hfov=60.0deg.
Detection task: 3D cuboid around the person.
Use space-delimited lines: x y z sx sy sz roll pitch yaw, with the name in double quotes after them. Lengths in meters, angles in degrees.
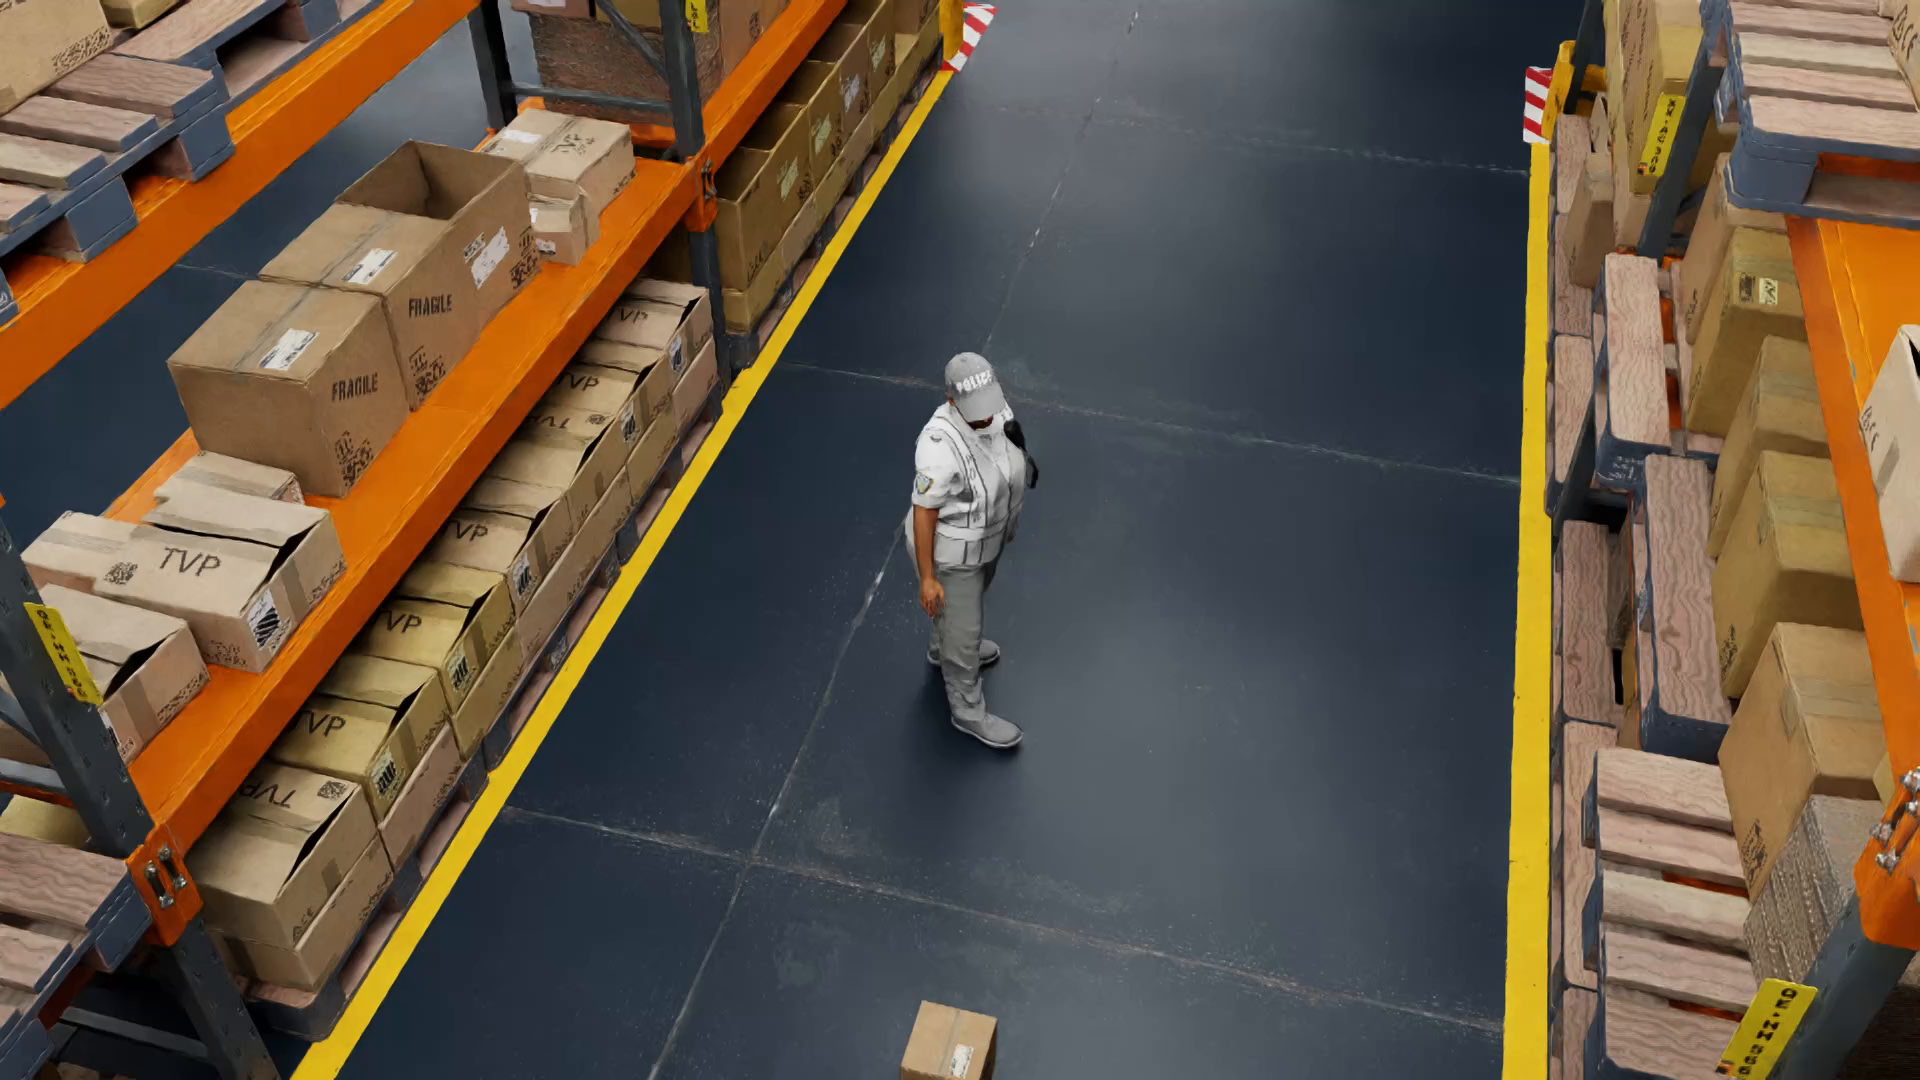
0.054 0.019 6.105 0.564 1.658 0.604 21 45 22 "person"
